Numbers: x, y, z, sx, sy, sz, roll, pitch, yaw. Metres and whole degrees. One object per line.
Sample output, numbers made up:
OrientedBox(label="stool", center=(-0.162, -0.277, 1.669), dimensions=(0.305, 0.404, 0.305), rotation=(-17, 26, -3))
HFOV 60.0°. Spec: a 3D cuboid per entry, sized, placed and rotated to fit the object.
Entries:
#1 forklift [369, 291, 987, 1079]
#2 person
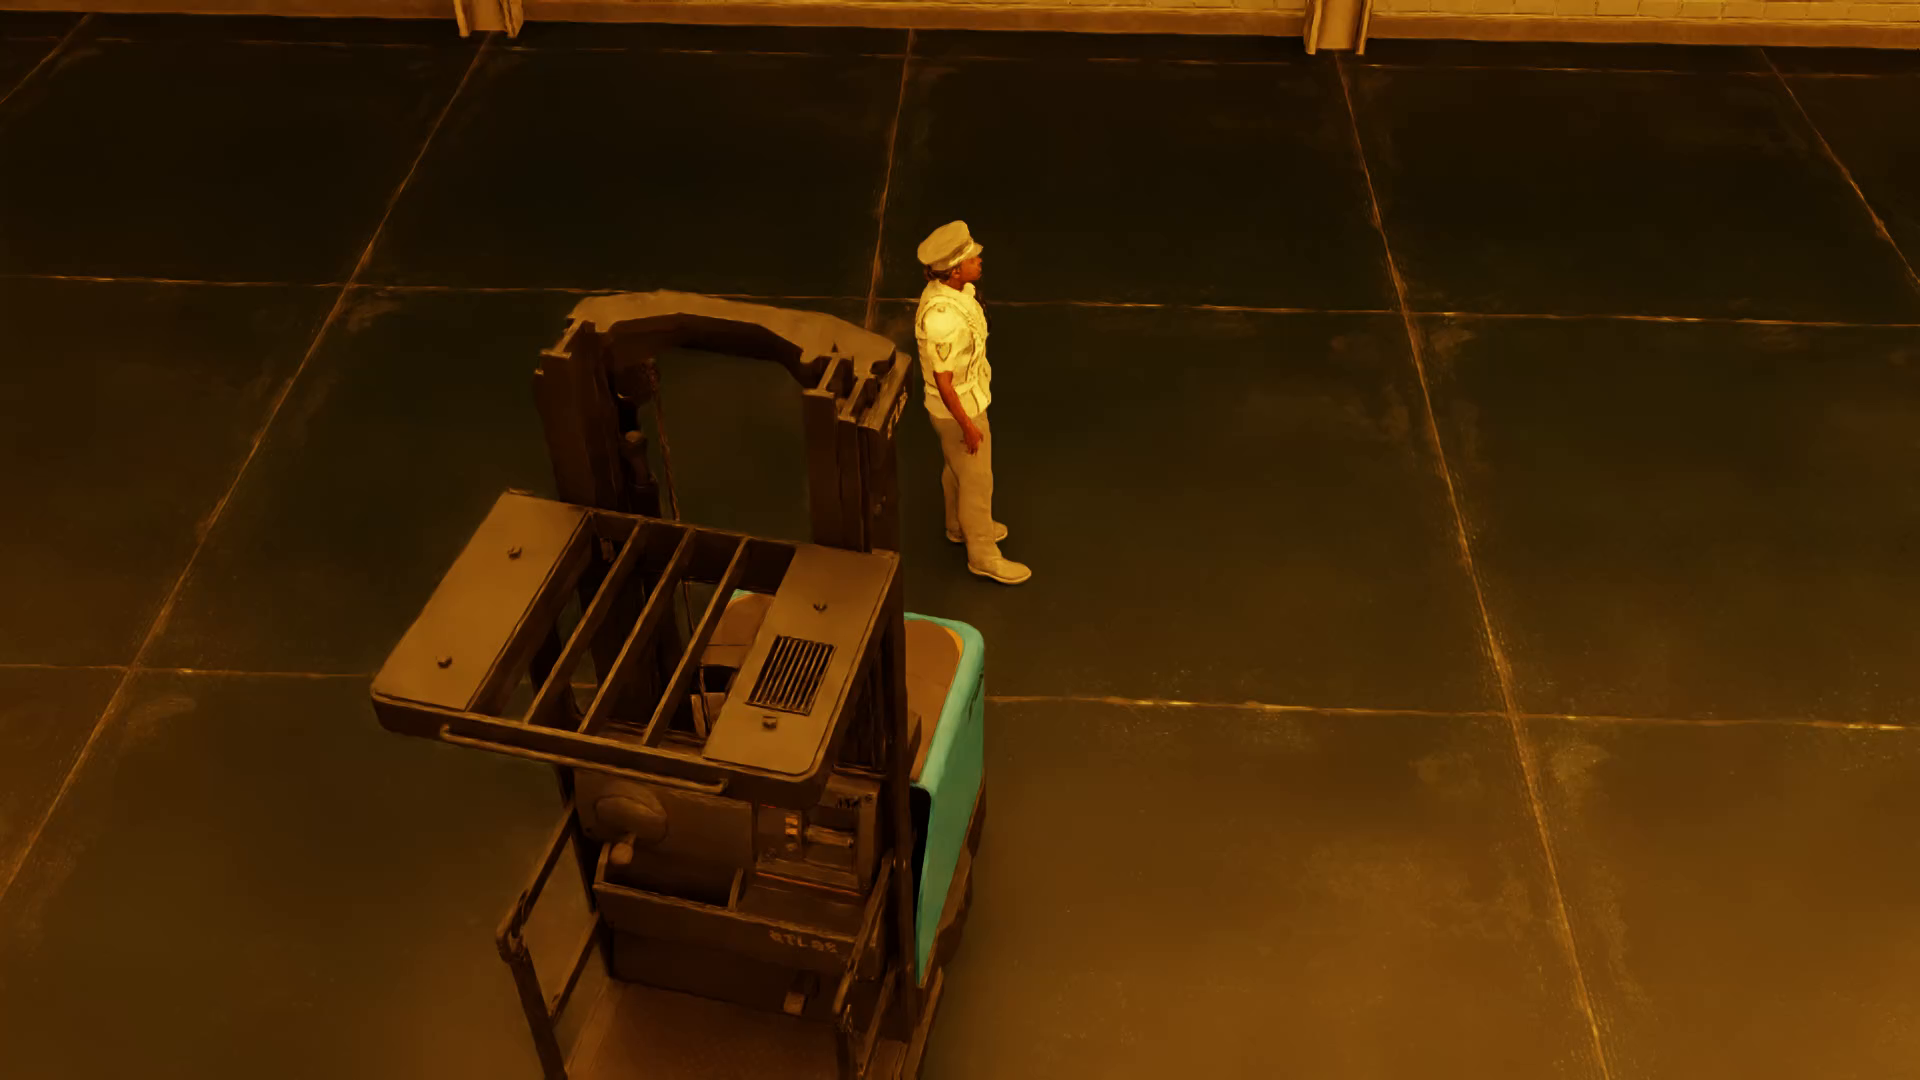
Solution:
OrientedBox(label="forklift", center=(-0.743, 0.903, 4.752), dimensions=(1.130, 2.935, 3.031), rotation=(9, 43, 10))
OrientedBox(label="person", center=(0.074, -0.616, 7.323), dimensions=(0.529, 1.695, 0.570), rotation=(2, 42, 2))
